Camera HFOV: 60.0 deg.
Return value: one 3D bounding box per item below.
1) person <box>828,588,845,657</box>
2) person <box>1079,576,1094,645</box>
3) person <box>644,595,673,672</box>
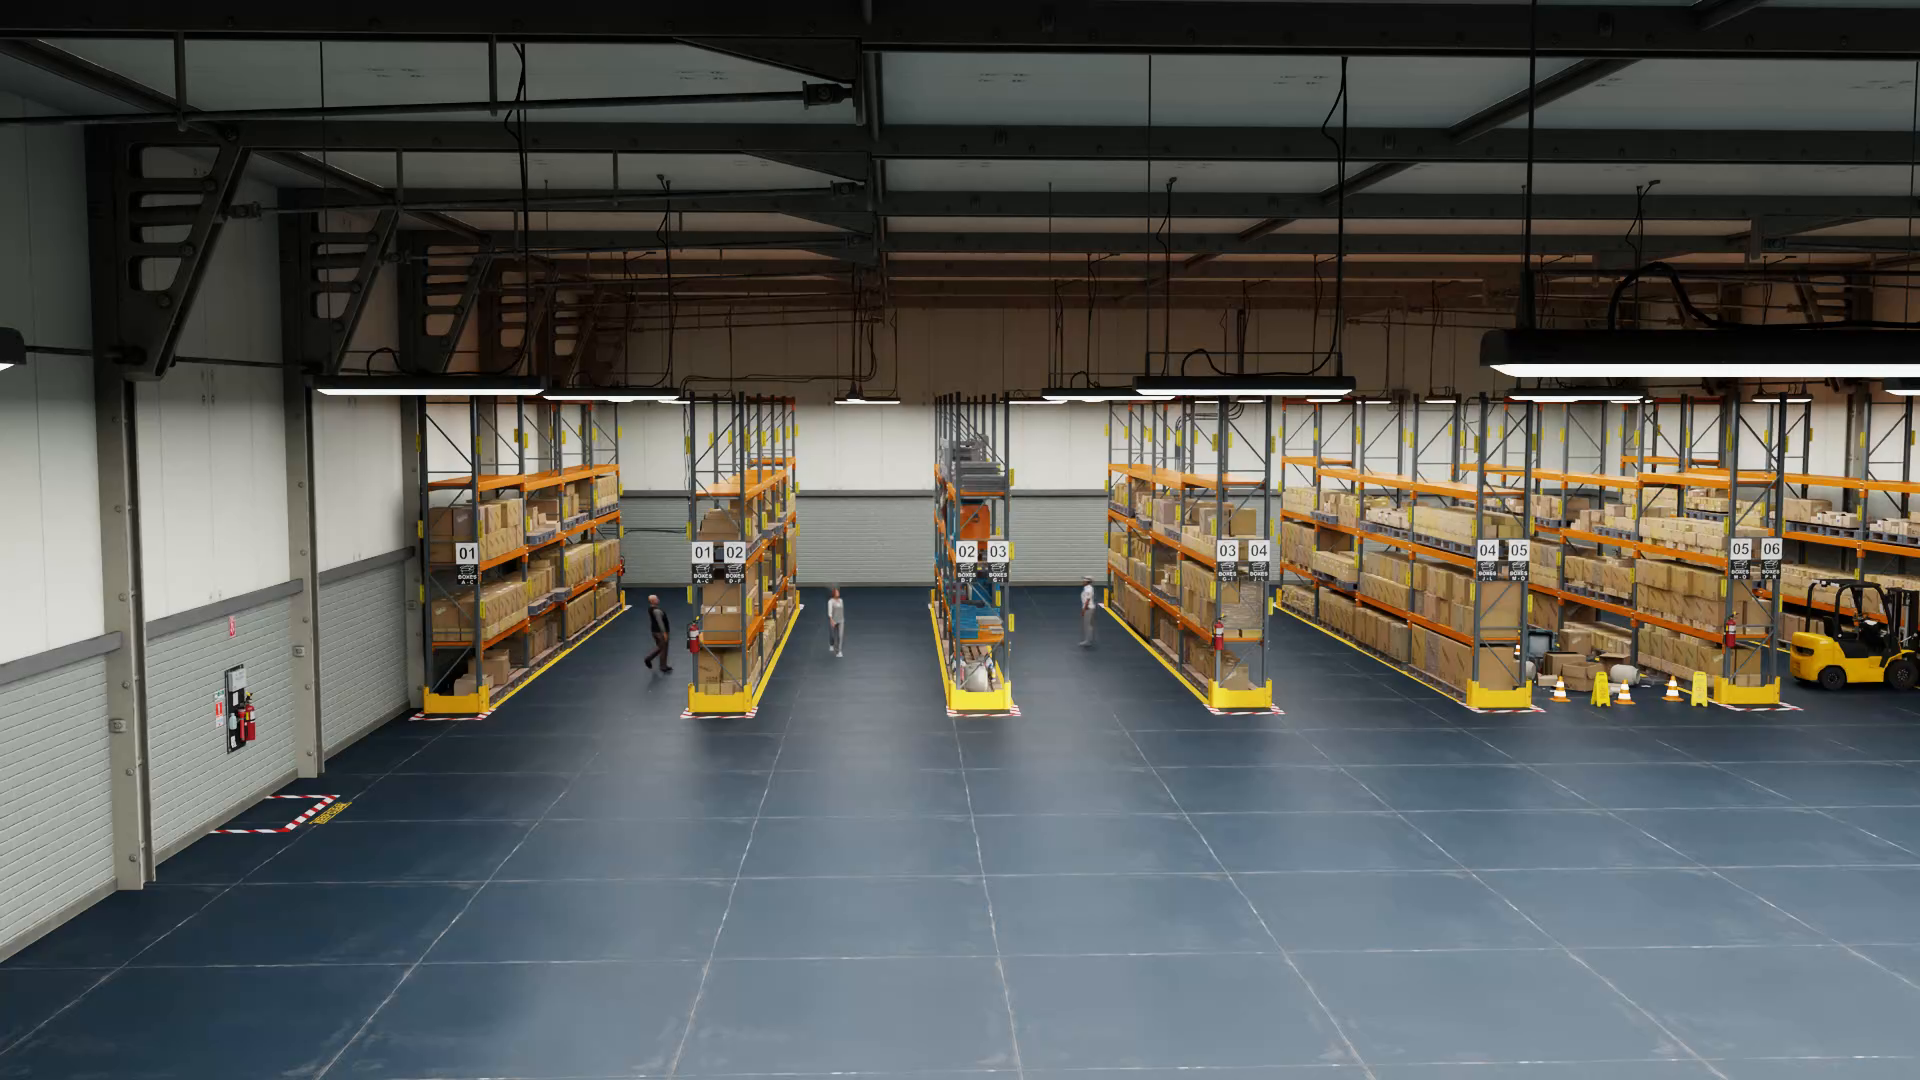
[{"bbox_3d":[-2.843,1.873,38.098,0.394,1.535,0.847,-1,5,-12],"label":"person"},{"bbox_3d":[3.023,1.693,39.841,0.363,1.677,0.456,0,5,1],"label":"person"},{"bbox_3d":[-6.465,2.016,35.791,0.650,1.696,0.601,-2,5,-29],"label":"person"}]
